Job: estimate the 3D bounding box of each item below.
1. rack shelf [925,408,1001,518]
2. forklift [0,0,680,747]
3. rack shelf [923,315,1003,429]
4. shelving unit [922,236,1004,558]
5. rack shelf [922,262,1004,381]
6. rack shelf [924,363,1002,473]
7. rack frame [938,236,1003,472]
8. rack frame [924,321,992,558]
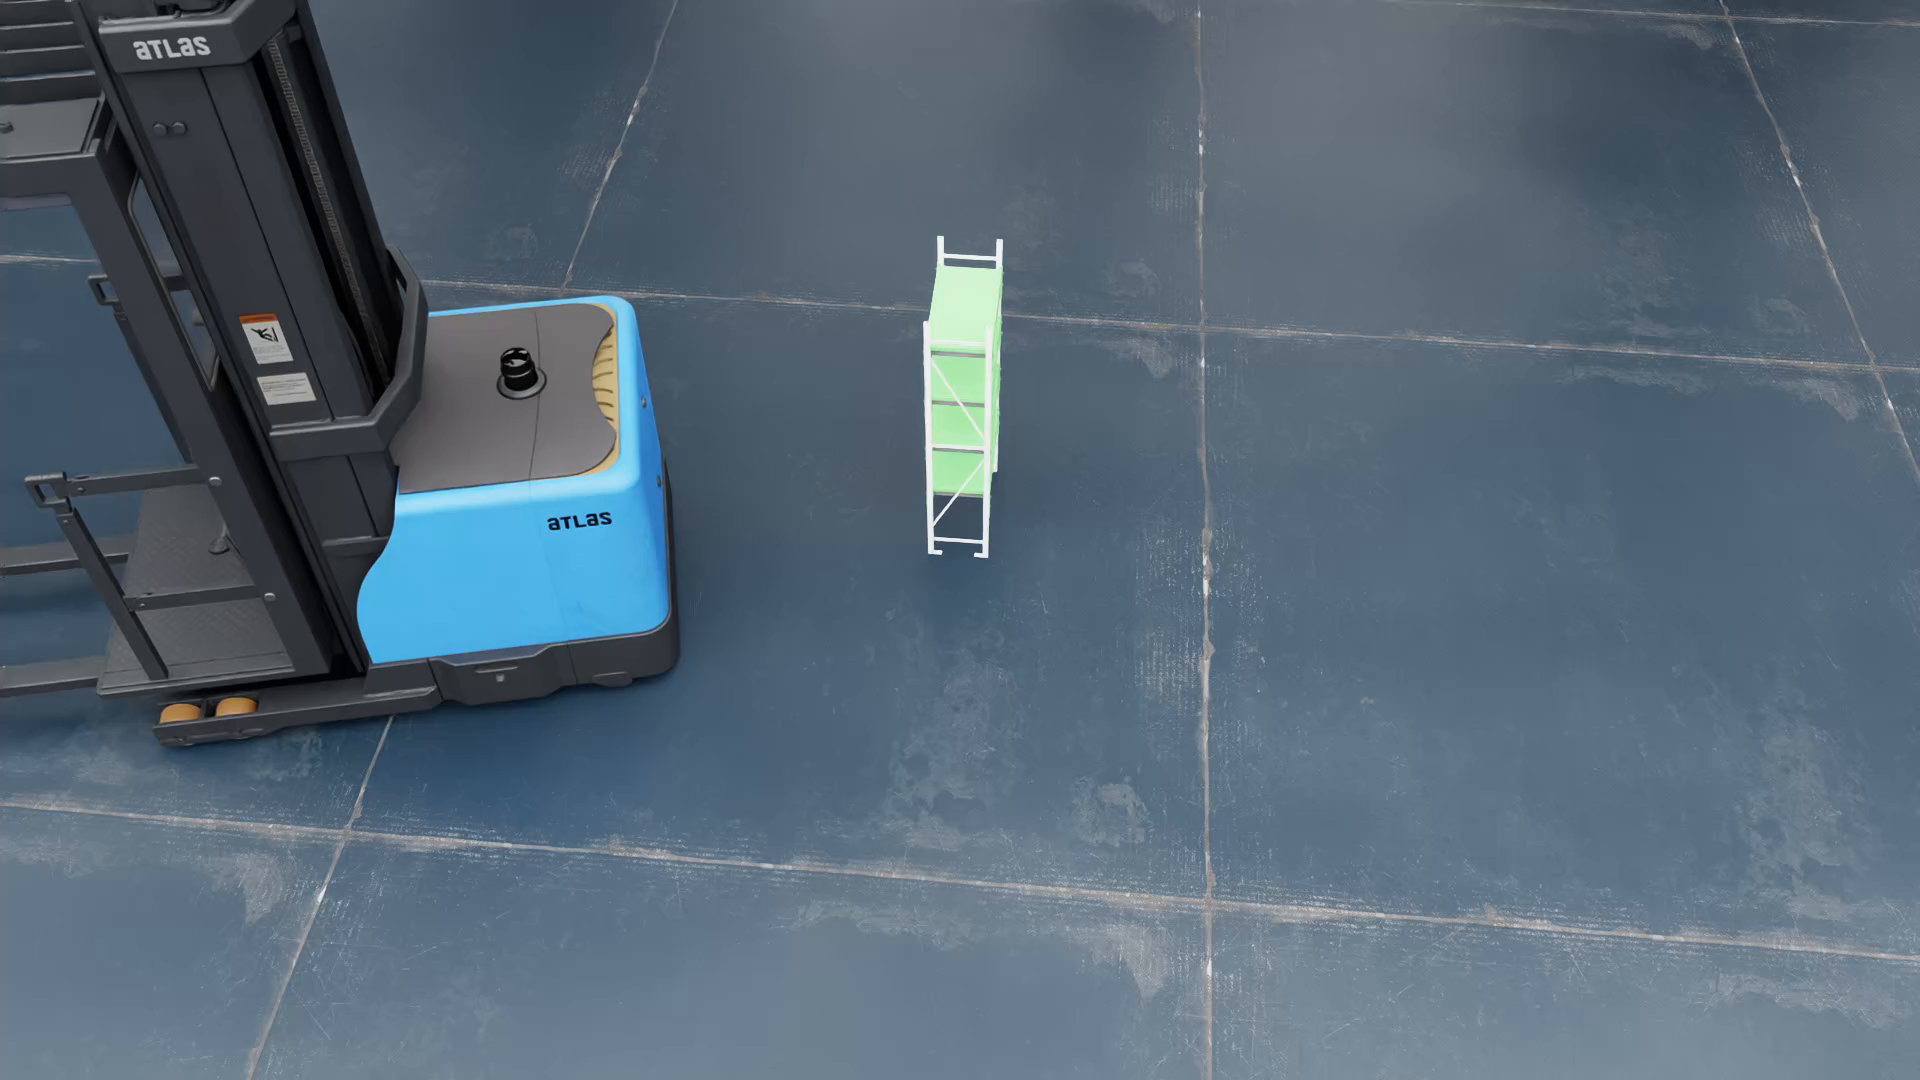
[{"bbox_3d":[0.015,-0.321,6.643,0.258,0.148,0.480,4,48,4],"label":"rack shelf"},{"bbox_3d":[-2.618,-0.660,5.367,3.031,2.935,1.130,-7,48,-6],"label":"forklift"},{"bbox_3d":[0.015,-0.645,6.289,0.258,0.148,0.480,4,48,4],"label":"rack shelf"},{"bbox_3d":[0.015,-0.527,6.419,0.258,1.200,0.503,4,48,4],"label":"shelving unit"},{"bbox_3d":[0.015,-0.807,6.111,0.258,0.148,0.480,4,48,4],"label":"rack shelf"},{"bbox_3d":[0.015,-0.483,6.466,0.258,0.148,0.480,4,48,4],"label":"rack shelf"},{"bbox_3d":[0.037,-0.706,6.583,0.240,1.200,0.015,4,48,4],"label":"rack frame"},{"bbox_3d":[-0.007,-0.347,6.255,0.240,1.200,0.015,4,48,4],"label":"rack frame"}]
